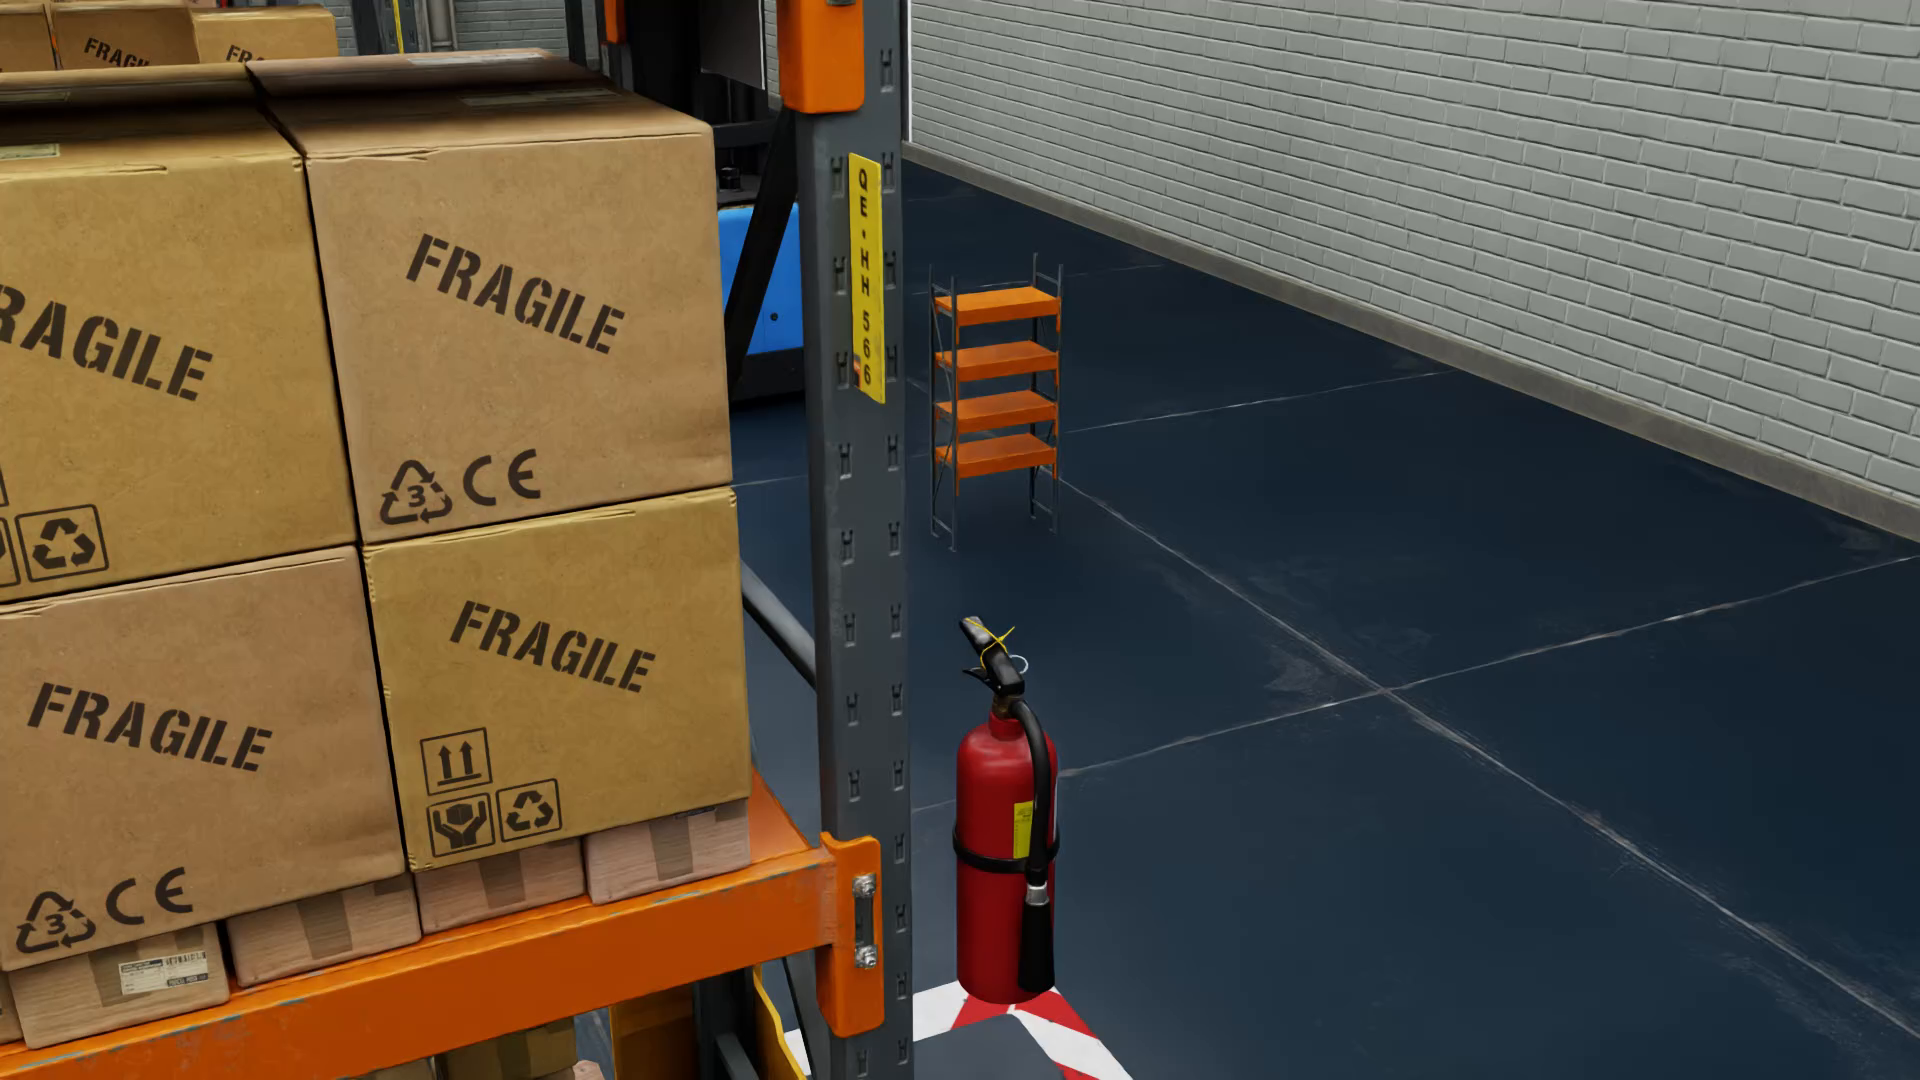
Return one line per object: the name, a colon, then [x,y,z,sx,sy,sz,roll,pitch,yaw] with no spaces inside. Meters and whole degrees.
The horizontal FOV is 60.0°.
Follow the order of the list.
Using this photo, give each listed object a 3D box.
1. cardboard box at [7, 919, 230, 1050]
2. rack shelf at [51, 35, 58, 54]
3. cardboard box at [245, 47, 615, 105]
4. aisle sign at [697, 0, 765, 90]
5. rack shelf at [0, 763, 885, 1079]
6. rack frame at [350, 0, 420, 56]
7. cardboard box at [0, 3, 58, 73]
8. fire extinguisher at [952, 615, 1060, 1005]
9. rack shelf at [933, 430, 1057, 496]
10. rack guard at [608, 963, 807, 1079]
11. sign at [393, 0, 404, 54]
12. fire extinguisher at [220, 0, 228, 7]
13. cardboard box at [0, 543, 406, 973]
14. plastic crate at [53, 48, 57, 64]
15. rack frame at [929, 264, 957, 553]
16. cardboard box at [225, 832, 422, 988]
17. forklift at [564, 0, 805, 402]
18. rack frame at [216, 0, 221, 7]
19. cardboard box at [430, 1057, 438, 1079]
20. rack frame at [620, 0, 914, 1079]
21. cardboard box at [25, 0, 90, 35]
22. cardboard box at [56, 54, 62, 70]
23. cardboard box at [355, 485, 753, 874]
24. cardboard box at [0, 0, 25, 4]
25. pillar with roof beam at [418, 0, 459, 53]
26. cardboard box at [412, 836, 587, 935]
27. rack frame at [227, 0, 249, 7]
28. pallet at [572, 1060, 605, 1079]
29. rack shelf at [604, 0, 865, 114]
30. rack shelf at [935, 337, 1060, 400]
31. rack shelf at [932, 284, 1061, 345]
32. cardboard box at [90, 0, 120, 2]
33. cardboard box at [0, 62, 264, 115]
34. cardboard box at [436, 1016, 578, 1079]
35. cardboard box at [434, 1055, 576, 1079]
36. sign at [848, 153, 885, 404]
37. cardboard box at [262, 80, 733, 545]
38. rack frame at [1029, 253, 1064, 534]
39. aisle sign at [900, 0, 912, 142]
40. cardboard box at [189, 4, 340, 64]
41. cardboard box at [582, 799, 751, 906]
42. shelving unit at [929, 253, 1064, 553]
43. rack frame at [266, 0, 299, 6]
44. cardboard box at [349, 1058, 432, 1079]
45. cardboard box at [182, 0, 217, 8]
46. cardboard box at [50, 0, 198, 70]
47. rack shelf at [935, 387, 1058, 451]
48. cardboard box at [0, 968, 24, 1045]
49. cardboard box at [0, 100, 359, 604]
cardboard box: [-1.199,0.527,2.383,0.250,0.149,0.380,-10,24,-22]
rack shelf: [-8.504,-4.342,14.759,4.000,0.370,1.077,-10,25,-24]
cardboard box: [-0.868,-0.528,2.778,0.500,0.500,0.500,-11,25,-24]
aisle sign: [-0.413,-1.182,2.786,0.004,0.787,0.394,-10,25,-24]
rack shelf: [-2.151,0.798,2.340,4.000,0.370,1.077,-10,25,-24]
rack frame: [-2.409,-1.592,7.174,0.127,3.000,1.000,-10,25,-24]
cardboard box: [-3.873,-1.849,6.622,0.500,0.500,0.500,-11,25,-25]
fire extinguisher: [0.079,0.460,2.807,0.183,0.674,0.296,-10,25,-24]
rack shelf: [0.149,-0.336,7.189,0.480,0.148,0.258,-10,25,-24]
rack guard: [-0.417,1.302,3.452,0.348,0.500,1.175,-10,25,-24]
sign: [-2.186,-2.047,6.450,0.005,0.325,0.100,-10,25,-24]
fire extinguisher: [-8.517,-6.371,19.308,0.183,0.674,0.296,-10,25,-24]
cardboard box: [-1.108,0.197,2.331,0.500,0.500,0.500,-11,25,-24]
plastic crate: [-6.108,-3.103,10.965,0.300,0.233,0.416,-10,25,-24]
rack frame: [-0.071,-0.541,6.989,0.015,1.200,0.240,-10,25,-24]
cardboard box: [-0.980,0.477,2.505,0.250,0.149,0.380,-11,25,-24]
forklift: [-1.768,-2.567,9.619,1.130,2.935,3.031,-12,25,-27]
rack frame: [-8.853,-6.713,19.545,0.127,3.000,1.000,-10,25,-24]
cardboard box: [-0.960,1.234,3.525,0.250,0.149,0.380,-10,24,-23]
rack frame: [-0.350,0.133,3.007,0.053,2.616,0.949,-10,25,-24]
cardboard box: [-7.905,-4.716,14.591,0.500,0.500,0.500,-10,25,-23]
cardboard box: [-10.345,-5.435,19.177,0.500,0.500,0.700,-11,25,-25]
cardboard box: [-0.642,0.114,2.534,0.500,0.500,0.500,-10,24,-23]
cardboard box: [-8.359,-4.633,14.390,0.500,0.500,0.500,-11,25,-24]
pillar with roof beam: [-4.929,-8.747,16.616,0.400,9.000,9.100,-10,25,-24]
cardboard box: [-0.760,0.430,2.618,0.250,0.149,0.380,-10,25,-24]
rack frame: [-6.702,-5.006,15.423,0.127,3.000,1.000,-10,25,-24]
pallet: [-1.164,1.558,3.211,1.213,0.211,1.003,-10,25,-24]
rack shelf: [-2.151,-0.588,1.766,4.000,0.370,1.077,-10,25,-24]
rack shelf: [0.149,-0.726,7.027,0.480,0.148,0.258,-10,25,-24]
rack shelf: [0.149,-0.945,6.937,0.480,0.148,0.258,-10,25,-24]
cardboard box: [-7.453,-4.797,14.787,0.500,0.500,0.500,-10,25,-23]
cardboard box: [-1.320,-0.443,2.570,0.500,0.500,0.500,-10,24,-22]
cardboard box: [-0.968,0.952,3.428,0.250,0.149,0.380,-12,25,-26]
cardboard box: [-0.932,1.118,3.416,0.250,0.149,0.380,-9,24,-21]
sign: [-0.126,-0.352,2.252,0.005,0.325,0.100,-10,25,-24]
cardboard box: [-0.653,-0.350,2.346,0.500,0.500,0.500,-11,25,-25]
rack frame: [0.369,-0.622,7.185,0.015,1.200,0.240,-10,25,-24]
aisle sign: [-0.153,-0.976,2.286,0.004,0.787,0.394,-10,25,-24]
cardboard box: [-2.734,-1.835,6.588,0.500,0.500,0.500,-10,25,-23]
cardboard box: [-0.520,0.402,2.686,0.250,0.149,0.380,-10,25,-24]
shelving unit: [0.149,-0.582,7.087,0.503,1.200,0.258,-10,25,-24]
rack frame: [-4.557,-3.299,11.297,0.127,3.000,1.000,-10,25,-24]
cardboard box: [-1.164,1.040,3.217,0.250,0.149,0.380,-10,24,-23]
cardboard box: [-6.987,-4.885,14.998,0.500,0.500,0.500,-10,24,-22]
cardboard box: [-3.409,-1.937,6.834,0.500,0.500,0.500,-11,25,-25]
rack shelf: [0.149,-0.520,7.113,0.480,0.148,0.258,-10,25,-24]
cardboard box: [-1.450,0.561,2.302,0.250,0.149,0.380,-12,25,-26]
cardboard box: [-1.110,-0.266,2.143,0.500,0.500,0.500,-11,25,-25]
